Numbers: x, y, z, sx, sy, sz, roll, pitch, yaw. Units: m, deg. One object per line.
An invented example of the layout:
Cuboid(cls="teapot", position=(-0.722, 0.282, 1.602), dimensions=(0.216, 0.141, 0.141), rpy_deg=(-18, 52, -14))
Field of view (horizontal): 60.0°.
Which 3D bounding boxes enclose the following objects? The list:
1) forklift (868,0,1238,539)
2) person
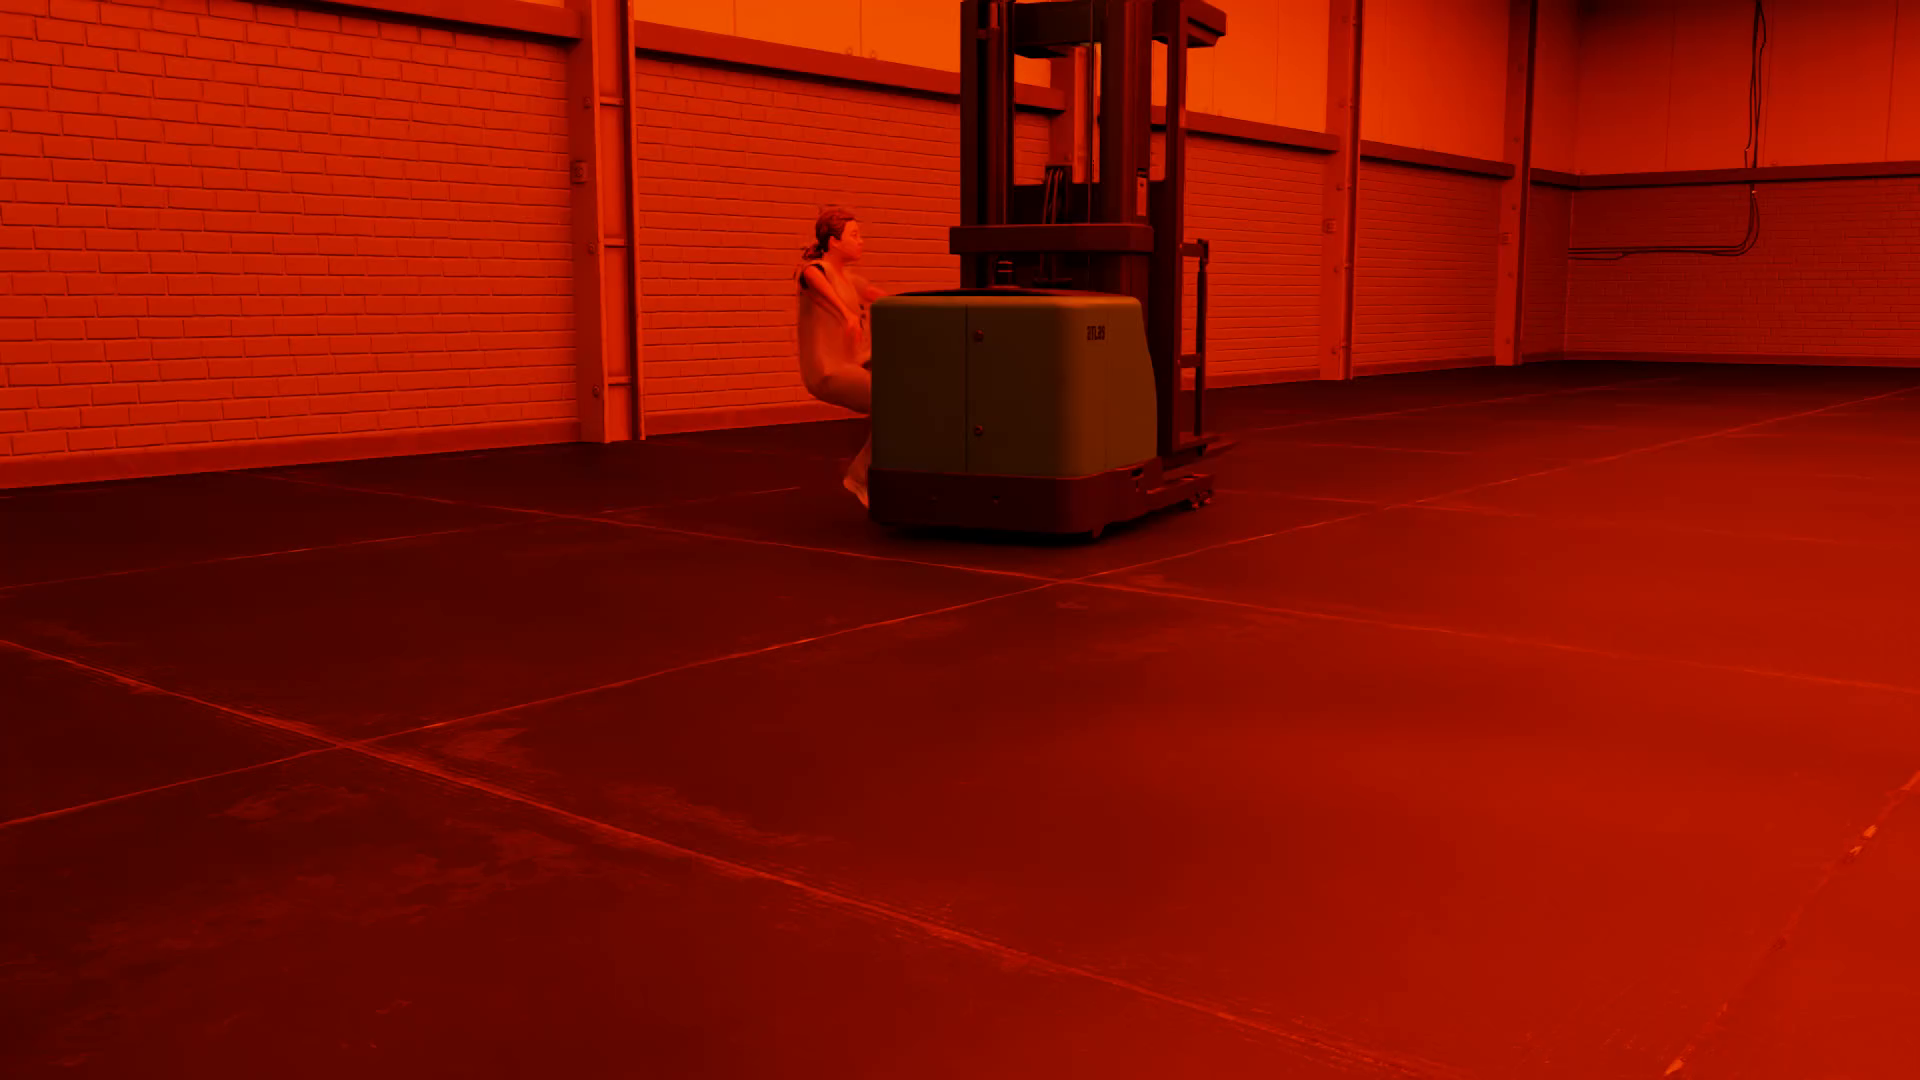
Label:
Cuboid(cls="forklift", position=(0.678, -1.629, 8.415), dimensions=(1.130, 2.935, 3.031), rpy_deg=(4, 9, 25))
Cuboid(cls="person", position=(-0.369, -0.838, 7.824), dimensions=(0.793, 1.410, 0.997), rpy_deg=(2, 9, 12))
